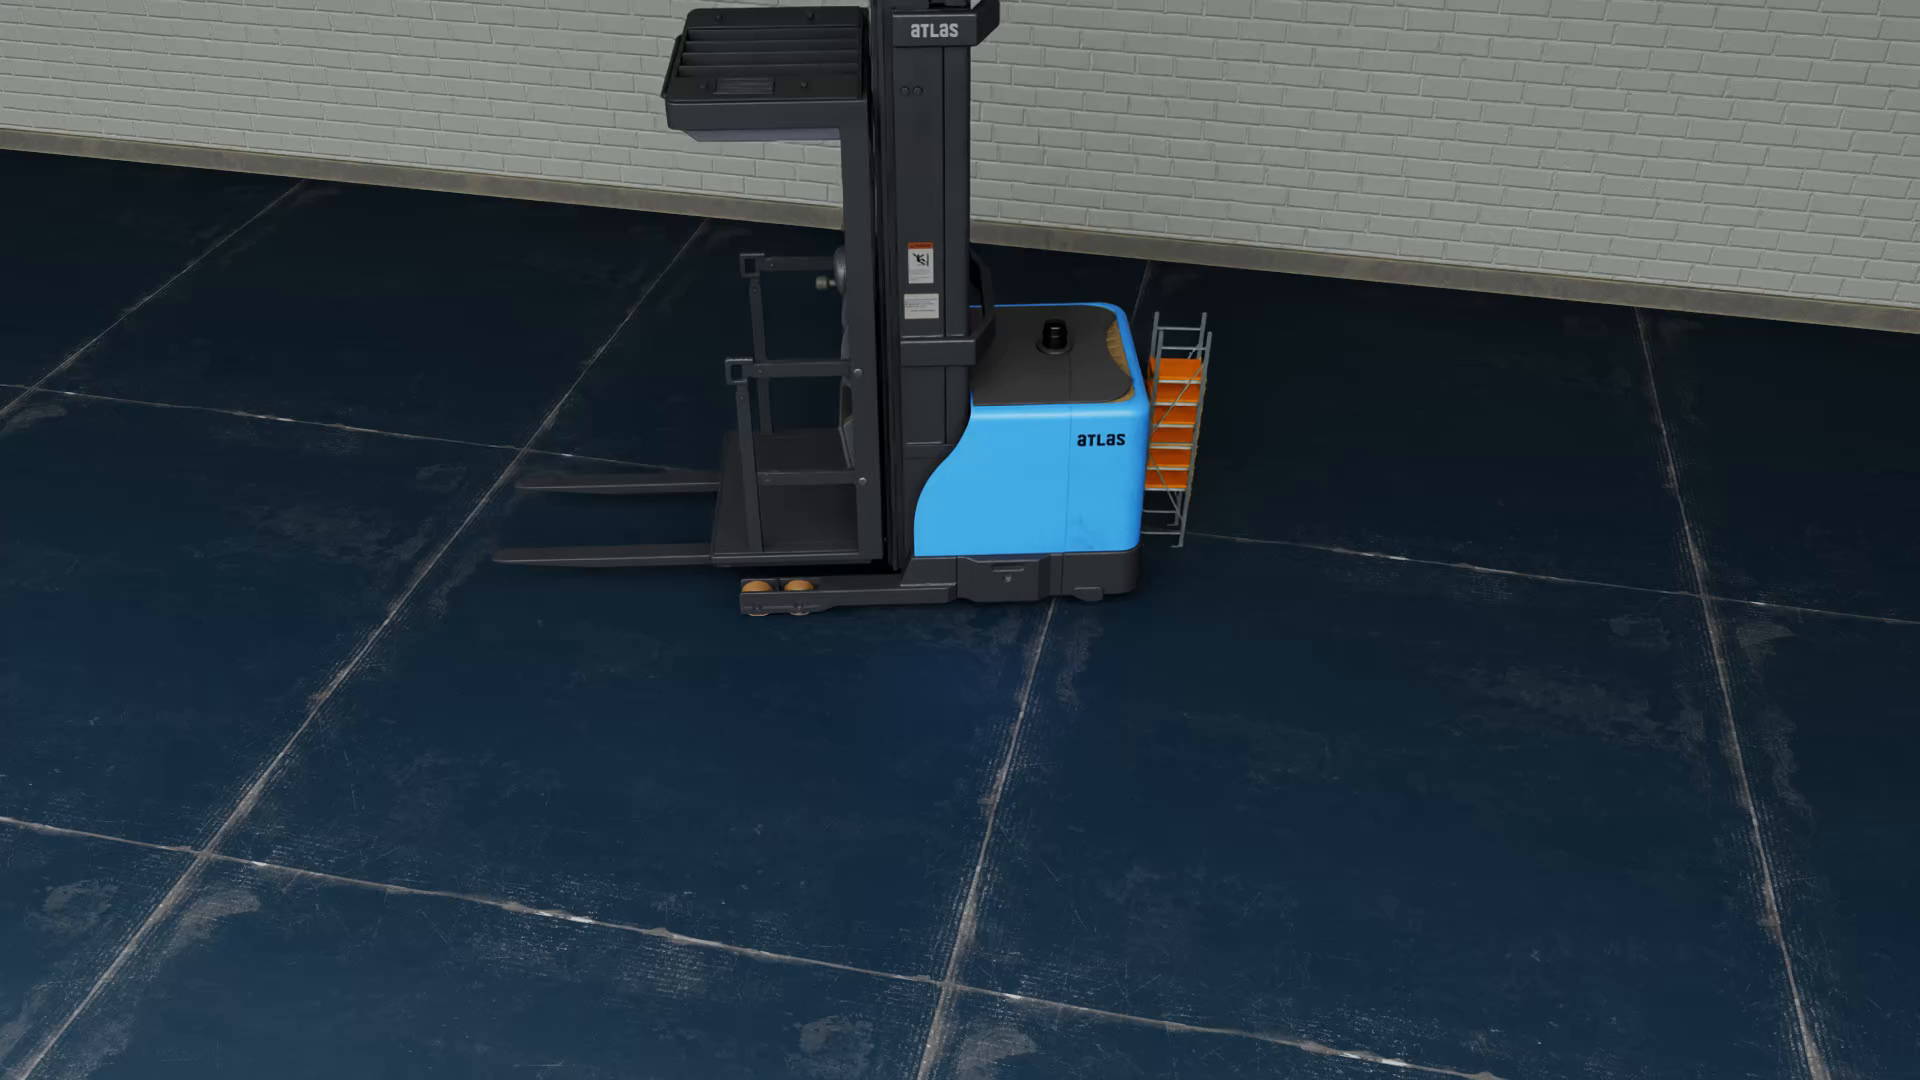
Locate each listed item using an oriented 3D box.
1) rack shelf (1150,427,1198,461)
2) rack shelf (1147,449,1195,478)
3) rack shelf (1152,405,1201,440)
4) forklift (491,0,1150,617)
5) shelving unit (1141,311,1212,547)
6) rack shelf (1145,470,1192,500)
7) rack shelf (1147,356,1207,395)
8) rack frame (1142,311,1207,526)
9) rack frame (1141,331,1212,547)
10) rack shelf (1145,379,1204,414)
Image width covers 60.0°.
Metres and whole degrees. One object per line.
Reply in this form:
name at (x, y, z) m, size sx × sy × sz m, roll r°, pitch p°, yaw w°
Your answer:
rack shelf at (0.994, -0.471, 7.946) m, size 0.258 × 0.103 × 0.180 m, roll 1°, pitch 36°, yaw -2°
rack shelf at (0.990, -0.374, 8.016) m, size 0.258 × 0.103 × 0.180 m, roll 1°, pitch 36°, yaw -2°
rack shelf at (0.999, -0.568, 7.875) m, size 0.258 × 0.103 × 0.180 m, roll 1°, pitch 36°, yaw -2°
forklift at (-0.685, -1.148, 7.336) m, size 3.031 × 2.935 × 1.130 m, roll -1°, pitch 36°, yaw -2°
shelving unit at (0.996, -0.507, 7.920) m, size 0.258 × 1.200 × 0.189 m, roll 1°, pitch 36°, yaw -2°
rack shelf at (0.986, -0.277, 8.087) m, size 0.258 × 0.103 × 0.180 m, roll 1°, pitch 36°, yaw -2°
rack shelf at (1.007, -0.762, 7.734) m, size 0.258 × 0.103 × 0.180 m, roll 1°, pitch 36°, yaw -2°
rack frame at (0.995, -0.561, 7.994) m, size 0.240 × 1.200 × 0.006 m, roll 1°, pitch 36°, yaw -2°
rack frame at (0.997, -0.453, 7.846) m, size 0.240 × 1.200 × 0.006 m, roll 1°, pitch 36°, yaw -2°
rack shelf at (1.003, -0.665, 7.805) m, size 0.258 × 0.103 × 0.180 m, roll 1°, pitch 36°, yaw -2°
